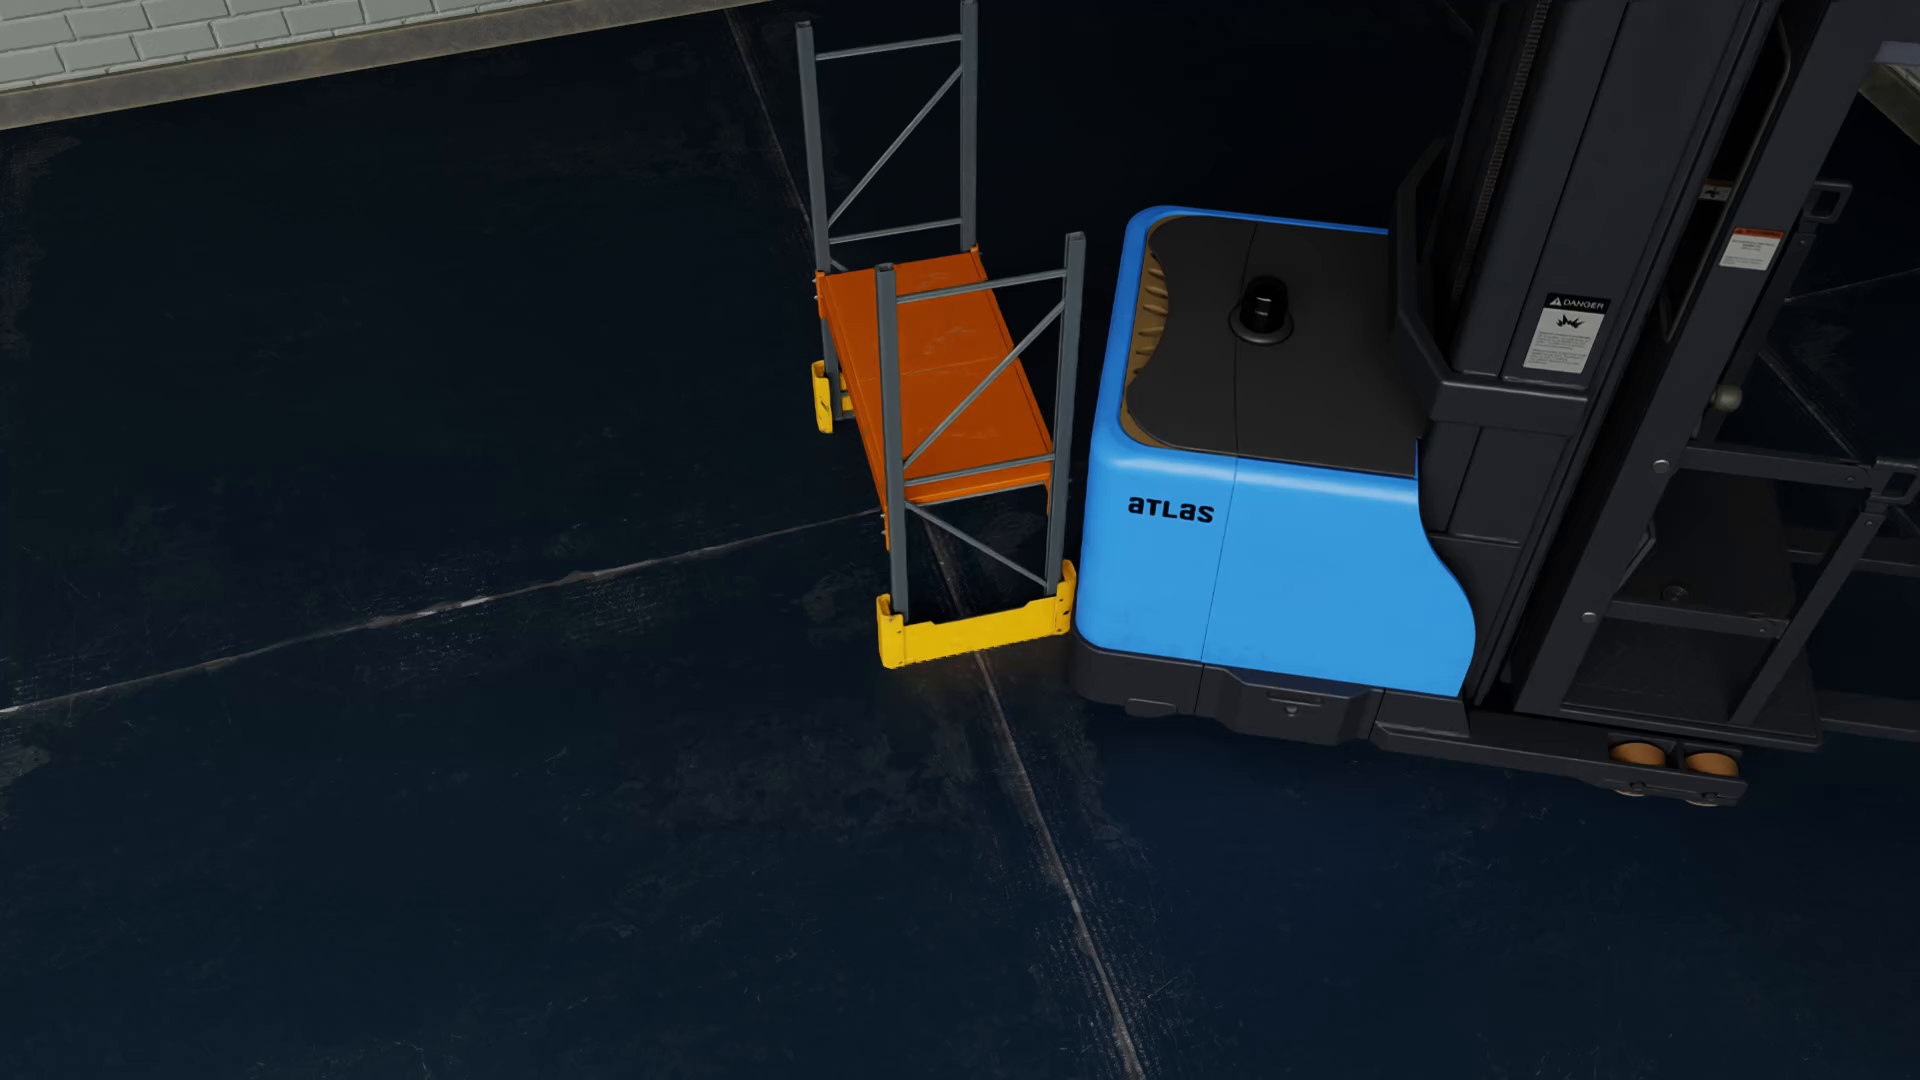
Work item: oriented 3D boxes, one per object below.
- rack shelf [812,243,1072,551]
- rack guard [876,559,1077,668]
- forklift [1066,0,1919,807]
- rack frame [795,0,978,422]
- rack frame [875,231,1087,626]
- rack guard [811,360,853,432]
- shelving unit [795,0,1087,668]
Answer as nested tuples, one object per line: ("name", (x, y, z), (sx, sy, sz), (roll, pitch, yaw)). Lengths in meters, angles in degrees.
("rack shelf", (-0.073, -0.445, 4.880), (0.538, 0.185, 1.000), (-11, 51, -9))
("rack guard", (0.050, 0.218, 4.903), (0.587, 0.250, 0.087), (-11, 51, -9))
("forklift", (1.874, -0.647, 3.878), (3.031, 2.935, 1.130), (7, 50, 6))
("rack frame", (-0.197, -0.938, 5.060), (0.500, 1.500, 0.032), (-11, 51, -9))
("rack frame", (0.050, -0.184, 4.424), (0.500, 1.500, 0.032), (-11, 51, -9))
("rack guard", (-0.192, -0.521, 5.526), (0.587, 0.250, 0.087), (-11, 51, -9))
("shelving unit", (-0.071, -0.554, 4.736), (0.587, 1.500, 1.083), (-11, 51, -9))
